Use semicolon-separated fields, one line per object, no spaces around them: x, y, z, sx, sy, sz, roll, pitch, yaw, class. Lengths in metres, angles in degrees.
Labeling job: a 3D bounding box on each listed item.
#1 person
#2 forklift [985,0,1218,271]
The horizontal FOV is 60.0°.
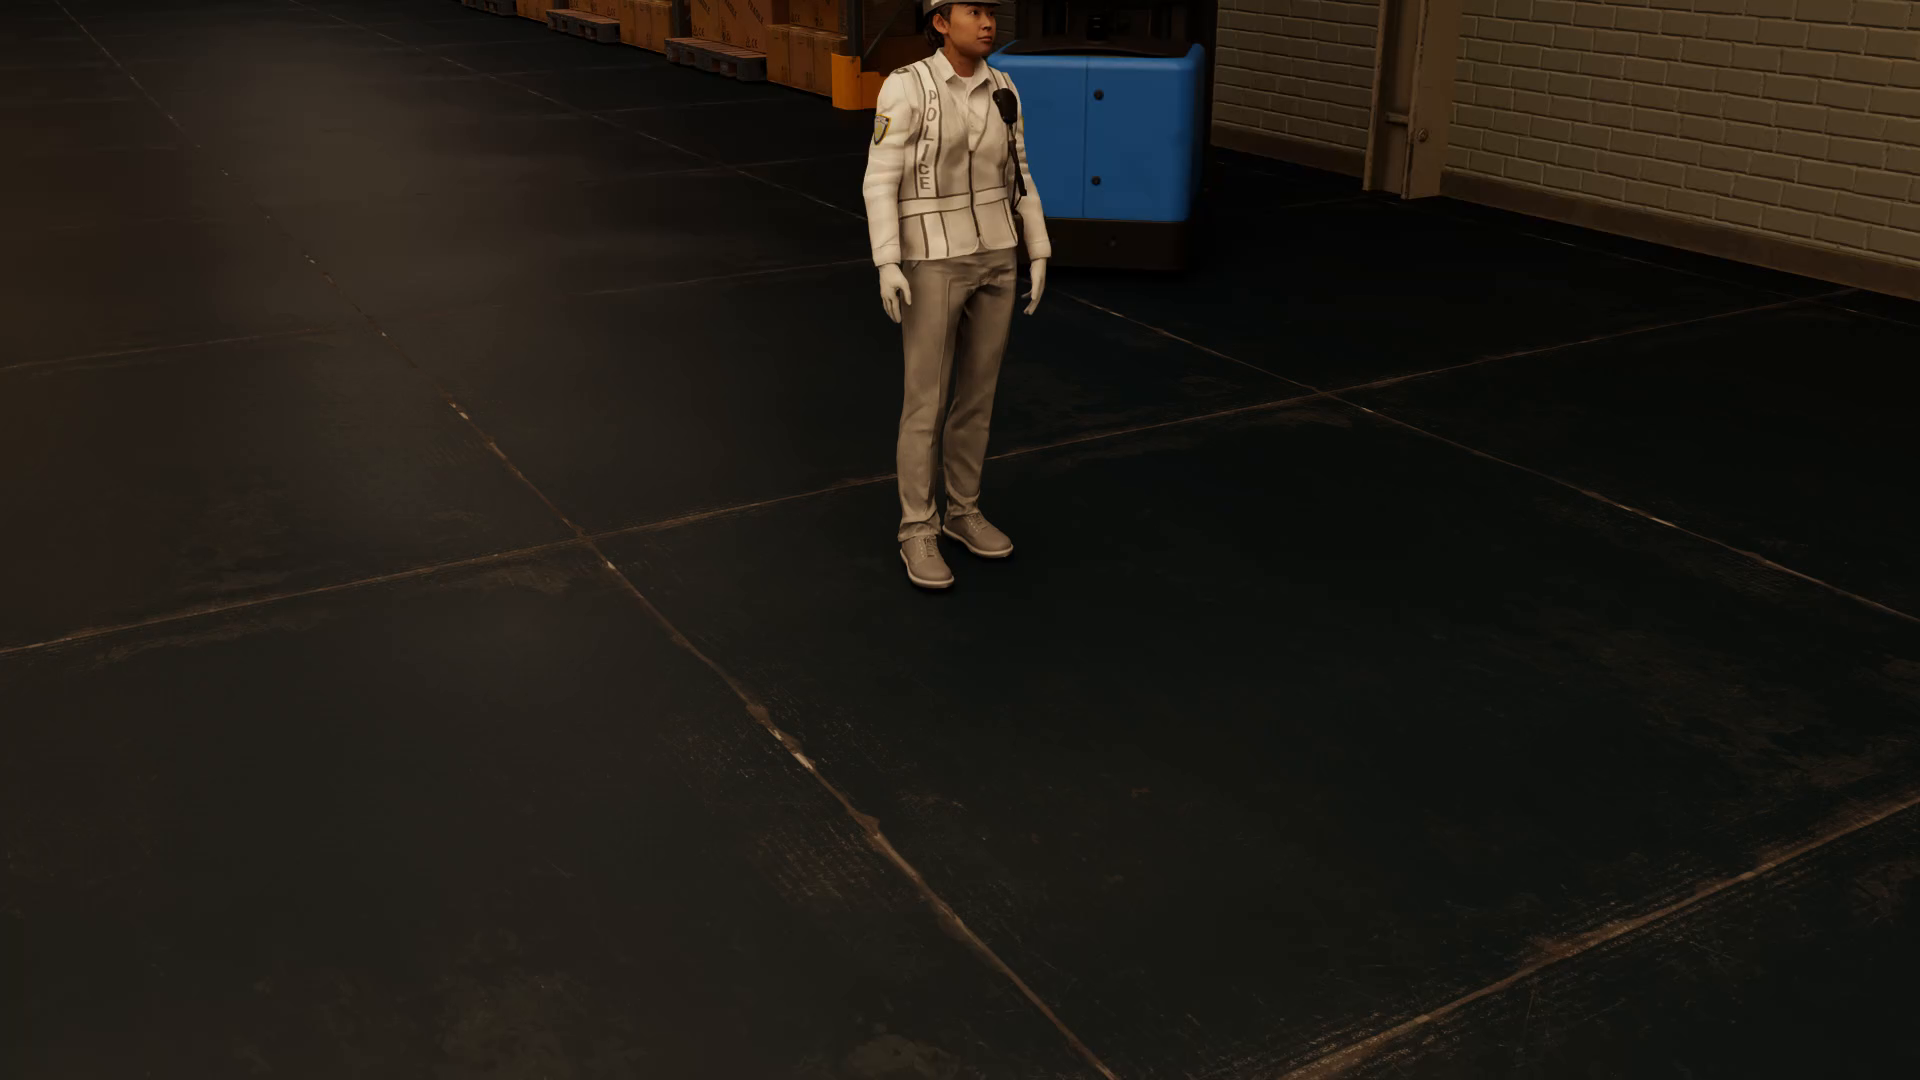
0.028;-0.767;4.754;0.588;1.696;0.533;-12;25;-28;person
0.887;-3.203;9.081;1.130;2.935;3.031;4;23;10;forklift
